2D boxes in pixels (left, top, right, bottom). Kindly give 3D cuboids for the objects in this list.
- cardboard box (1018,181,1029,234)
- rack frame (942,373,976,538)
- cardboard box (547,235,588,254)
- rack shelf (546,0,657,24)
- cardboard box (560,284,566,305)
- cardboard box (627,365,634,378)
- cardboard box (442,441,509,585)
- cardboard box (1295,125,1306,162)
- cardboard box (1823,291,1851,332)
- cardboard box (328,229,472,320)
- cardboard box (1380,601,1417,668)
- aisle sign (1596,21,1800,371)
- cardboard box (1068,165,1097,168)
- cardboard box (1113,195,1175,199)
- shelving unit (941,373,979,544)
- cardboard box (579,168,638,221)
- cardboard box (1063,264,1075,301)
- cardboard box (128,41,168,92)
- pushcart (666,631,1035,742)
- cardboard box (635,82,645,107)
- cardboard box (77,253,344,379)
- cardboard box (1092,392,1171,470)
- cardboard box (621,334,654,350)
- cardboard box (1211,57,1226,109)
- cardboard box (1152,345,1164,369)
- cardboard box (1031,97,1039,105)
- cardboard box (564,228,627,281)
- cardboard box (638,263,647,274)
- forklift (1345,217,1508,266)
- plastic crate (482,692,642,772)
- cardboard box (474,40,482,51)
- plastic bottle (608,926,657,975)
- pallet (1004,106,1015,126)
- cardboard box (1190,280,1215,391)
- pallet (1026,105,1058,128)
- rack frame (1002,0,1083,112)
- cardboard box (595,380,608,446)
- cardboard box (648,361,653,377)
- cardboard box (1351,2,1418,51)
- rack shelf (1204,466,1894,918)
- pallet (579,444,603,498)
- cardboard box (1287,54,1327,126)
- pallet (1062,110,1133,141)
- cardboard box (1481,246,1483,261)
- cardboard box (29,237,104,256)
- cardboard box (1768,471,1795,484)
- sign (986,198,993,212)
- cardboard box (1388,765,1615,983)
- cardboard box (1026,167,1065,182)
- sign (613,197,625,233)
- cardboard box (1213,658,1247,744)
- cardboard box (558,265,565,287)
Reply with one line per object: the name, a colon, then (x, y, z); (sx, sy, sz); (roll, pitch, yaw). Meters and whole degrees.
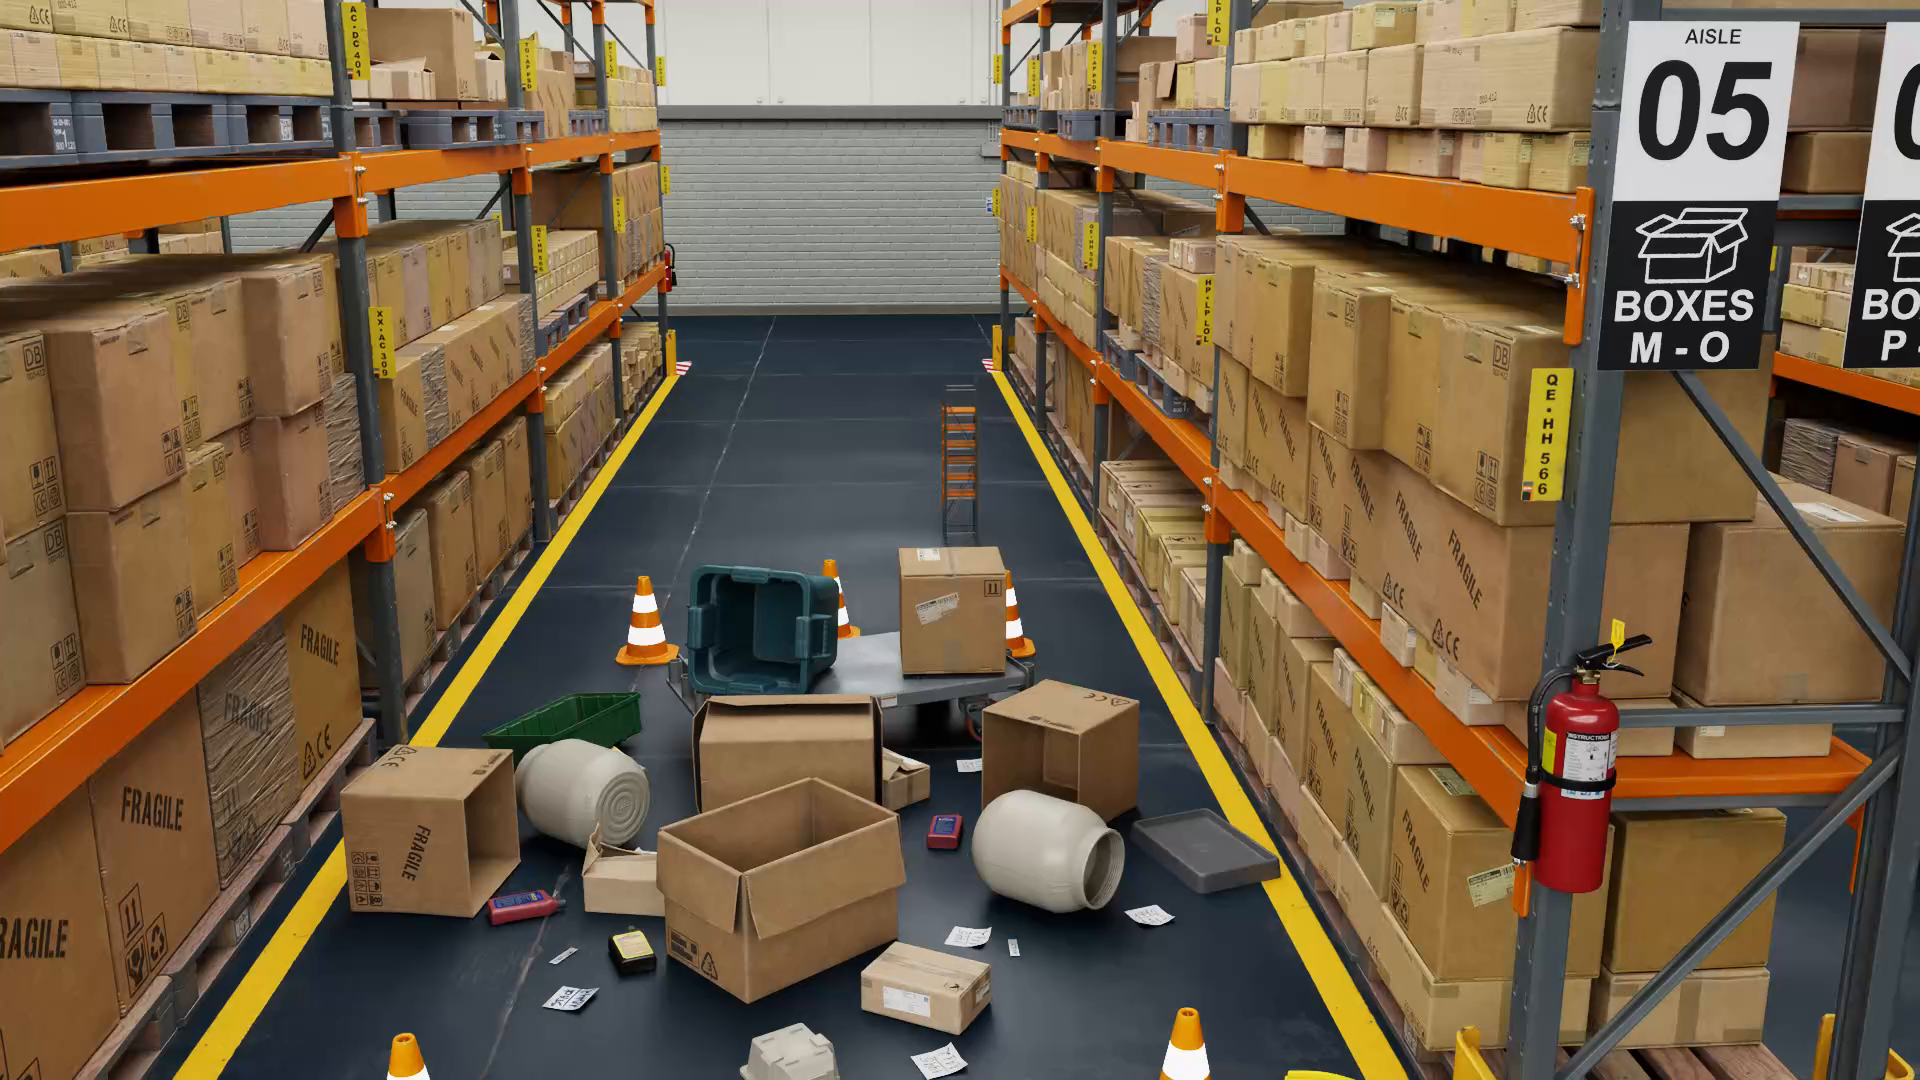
cardboard box: (0.868, -3.427, 17.118); (0.500, 0.500, 0.500); (-1, 14, -3)
rack frame: (-0.005, -0.600, 11.951); (0.240, 1.200, 0.006); (-1, 14, -3)
cardboard box: (-3.446, -2.569, 14.458); (0.380, 0.149, 0.250); (-1, 14, -5)
rack shelf: (-3.821, -5.480, 16.714); (1.077, 0.370, 4.000); (-1, 14, -3)
cardboard box: (-3.360, -1.958, 13.277); (0.380, 0.149, 0.250); (-1, 14, -3)
cardboard box: (-3.564, -1.746, 17.075); (0.380, 0.149, 0.250); (0, 14, -1)
cardboard box: (-3.444, -0.176, 10.362); (1.050, 0.750, 0.750); (-1, 14, -3)
cardboard box: (1.569, -1.600, 6.708); (0.380, 0.149, 0.250); (0, 14, -2)
cardboard box: (6.252, -1.542, 11.297); (0.500, 0.250, 0.500); (0, 14, -2)
cardboard box: (-3.365, -1.600, 10.016); (0.700, 0.500, 0.500); (-1, 14, -4)
cardboard box: (1.577, 0.299, 5.349); (0.380, 0.149, 0.250); (-1, 14, -2)
aisle sign: (1.695, -0.783, 3.833); (0.394, 0.787, 0.004); (-1, 14, -3)
cardboard box: (1.343, -3.902, 17.662); (0.380, 0.149, 0.250); (0, 14, -2)
cardboard box: (1.567, -2.699, 14.289); (0.500, 0.500, 0.500); (0, 14, -2)
shelving unit: (0.001, -0.577, 11.863); (0.258, 1.200, 0.189); (-1, 14, -3)
cardboard box: (-3.530, -3.474, 16.705); (0.500, 0.500, 0.500); (-1, 14, -3)
cardboard box: (1.114, -2.074, 13.365); (0.500, 0.250, 0.500); (-1, 14, -5)
cardboard box: (-2.750, -1.493, 5.249); (0.380, 0.149, 0.250); (-1, 14, -3)
pushcart: (-0.540, 0.779, 8.242); (1.648, 0.377, 0.936); (-6, 16, -23)
cardboard box: (-3.601, -4.679, 17.468); (0.500, 0.250, 0.500); (-1, 14, -3)
cardboard box: (-3.213, -0.941, 7.194); (0.875, 0.550, 0.550); (-1, 14, -3)
cardboard box: (1.525, -0.881, 12.852); (0.875, 0.875, 0.875); (-1, 14, -4)
cardboard box: (-3.533, -2.148, 18.038); (0.380, 0.149, 0.250); (0, 14, -1)
cardboard box: (1.552, -2.265, 8.249); (0.500, 0.250, 0.500); (-1, 14, -5)
cardboard box: (1.371, -1.129, 10.056); (0.380, 0.149, 0.250); (0, 14, -2)
cardboard box: (0.878, -4.322, 16.010); (0.396, 0.266, 0.258); (0, 14, -2)
cardboard box: (-3.476, -2.746, 15.883); (0.500, 0.500, 0.500); (-1, 14, -4)
cardboard box: (-3.608, -2.970, 18.052); (0.380, 0.149, 0.250); (-2, 15, -6)
forklift: (3.129, -1.260, 11.039); (1.130, 2.935, 3.031); (-1, 14, -3)
plastic crate: (-1.883, 0.920, 7.960); (0.450, 0.188, 0.662); (-4, 11, 28)
cardboard box: (-3.834, -3.720, 12.708); (0.396, 0.266, 0.258); (-1, 14, -3)
plastic bottle: (-1.209, 1.496, 6.090); (0.133, 0.061, 0.283); (-6, 16, -23)
pallet: (1.046, -4.749, 18.621); (1.003, 0.211, 1.213); (-1, 14, -3)
cardboard box: (1.475, -1.046, 8.432); (0.500, 0.500, 0.500); (-1, 14, -4)
pallet: (1.197, -4.142, 16.262); (1.003, 0.211, 1.213); (-1, 14, -3)
rack frame: (0.989, -6.429, 18.952); (1.000, 3.000, 0.127); (-1, 14, -3)
cardboard box: (-3.369, -1.112, 14.502); (0.500, 0.500, 0.500); (-1, 14, -5)
cardboard box: (-3.550, -1.864, 18.128); (0.380, 0.149, 0.250); (-2, 15, -6)
cardboard box: (1.536, -1.722, 5.582); (0.380, 0.149, 0.250); (-1, 14, -2)
rack shelf: (1.857, 0.307, 6.257); (1.077, 0.370, 4.000); (-1, 14, -3)
pallet: (-3.569, -0.579, 13.852); (1.003, 0.211, 1.213); (-1, 14, -3)
cardboard box: (1.546, -1.696, 6.284); (0.500, 0.250, 0.500); (-1, 14, -3)
pallet: (1.392, -3.054, 12.236); (1.213, 0.211, 1.003); (0, 14, -1)
cardboard box: (5.821, -3.177, 18.058); (0.500, 0.250, 0.500); (-1, 14, -5)
cardboard box: (-8.428, -2.933, 15.605); (0.500, 0.500, 0.500); (-1, 14, -3)
cardboard box: (2.193, 0.013, 5.160); (0.500, 0.500, 0.500); (0, 14, -2)
sign: (0.565, -5.071, 25.171); (0.327, 0.218, 0.001); (-1, 14, -3)
cardboard box: (1.671, 1.026, 5.190); (0.500, 0.500, 0.500); (-1, 14, -3)
cardboard box: (0.884, -3.766, 17.134); (0.380, 0.149, 0.250); (-1, 14, -5)
sign: (-3.144, -2.997, 15.331); (0.100, 0.325, 0.005); (-1, 14, -3)
cardboard box: (1.500, 0.740, 7.804); (0.500, 0.250, 0.500); (-2, 15, -6)
cardboard box: (-3.360, -2.101, 13.238); (0.380, 0.149, 0.250); (-1, 14, -4)
